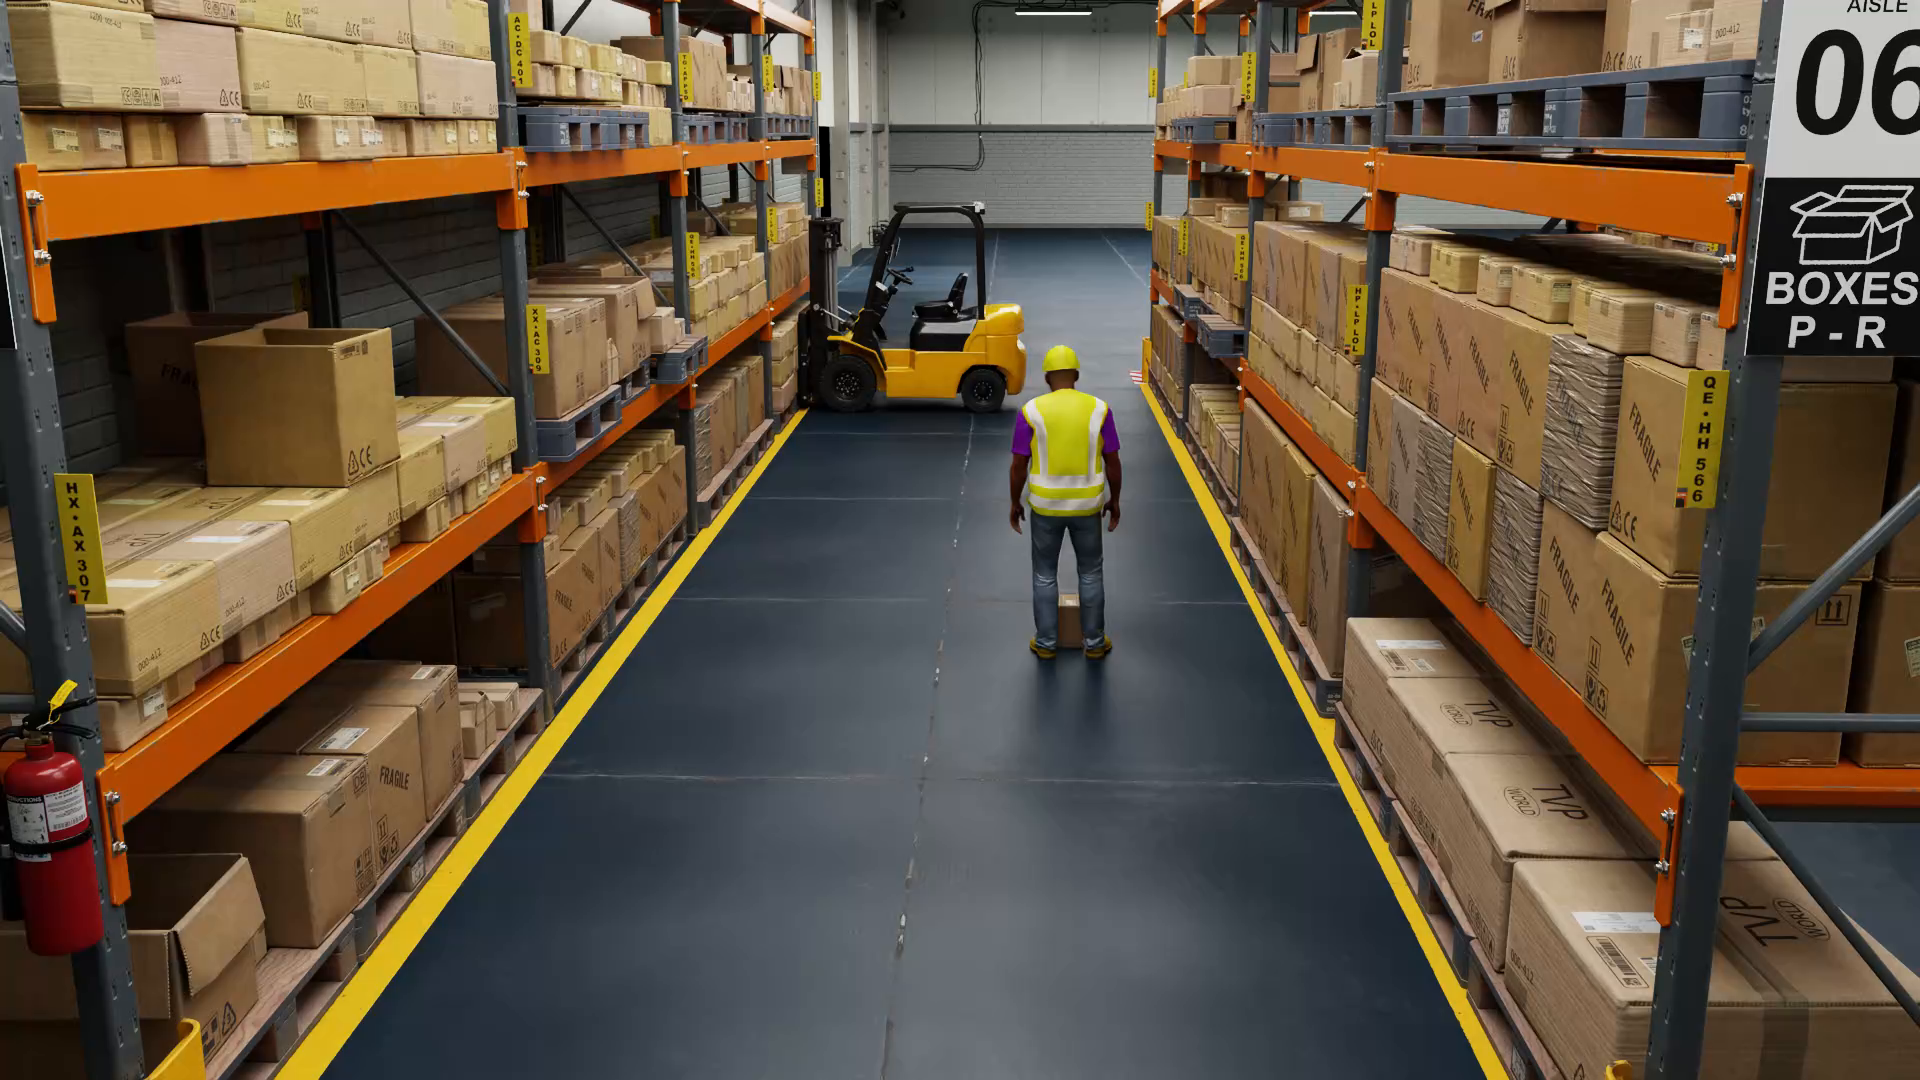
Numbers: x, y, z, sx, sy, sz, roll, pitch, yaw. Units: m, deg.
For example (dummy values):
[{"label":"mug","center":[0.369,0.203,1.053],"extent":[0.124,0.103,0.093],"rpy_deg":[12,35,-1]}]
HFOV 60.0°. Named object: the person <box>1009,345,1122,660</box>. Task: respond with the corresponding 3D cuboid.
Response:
[{"label":"person","center":[0.587,-0.206,9.300],"extent":[0.629,1.759,0.460],"rpy_deg":[0,14,-2]}]
